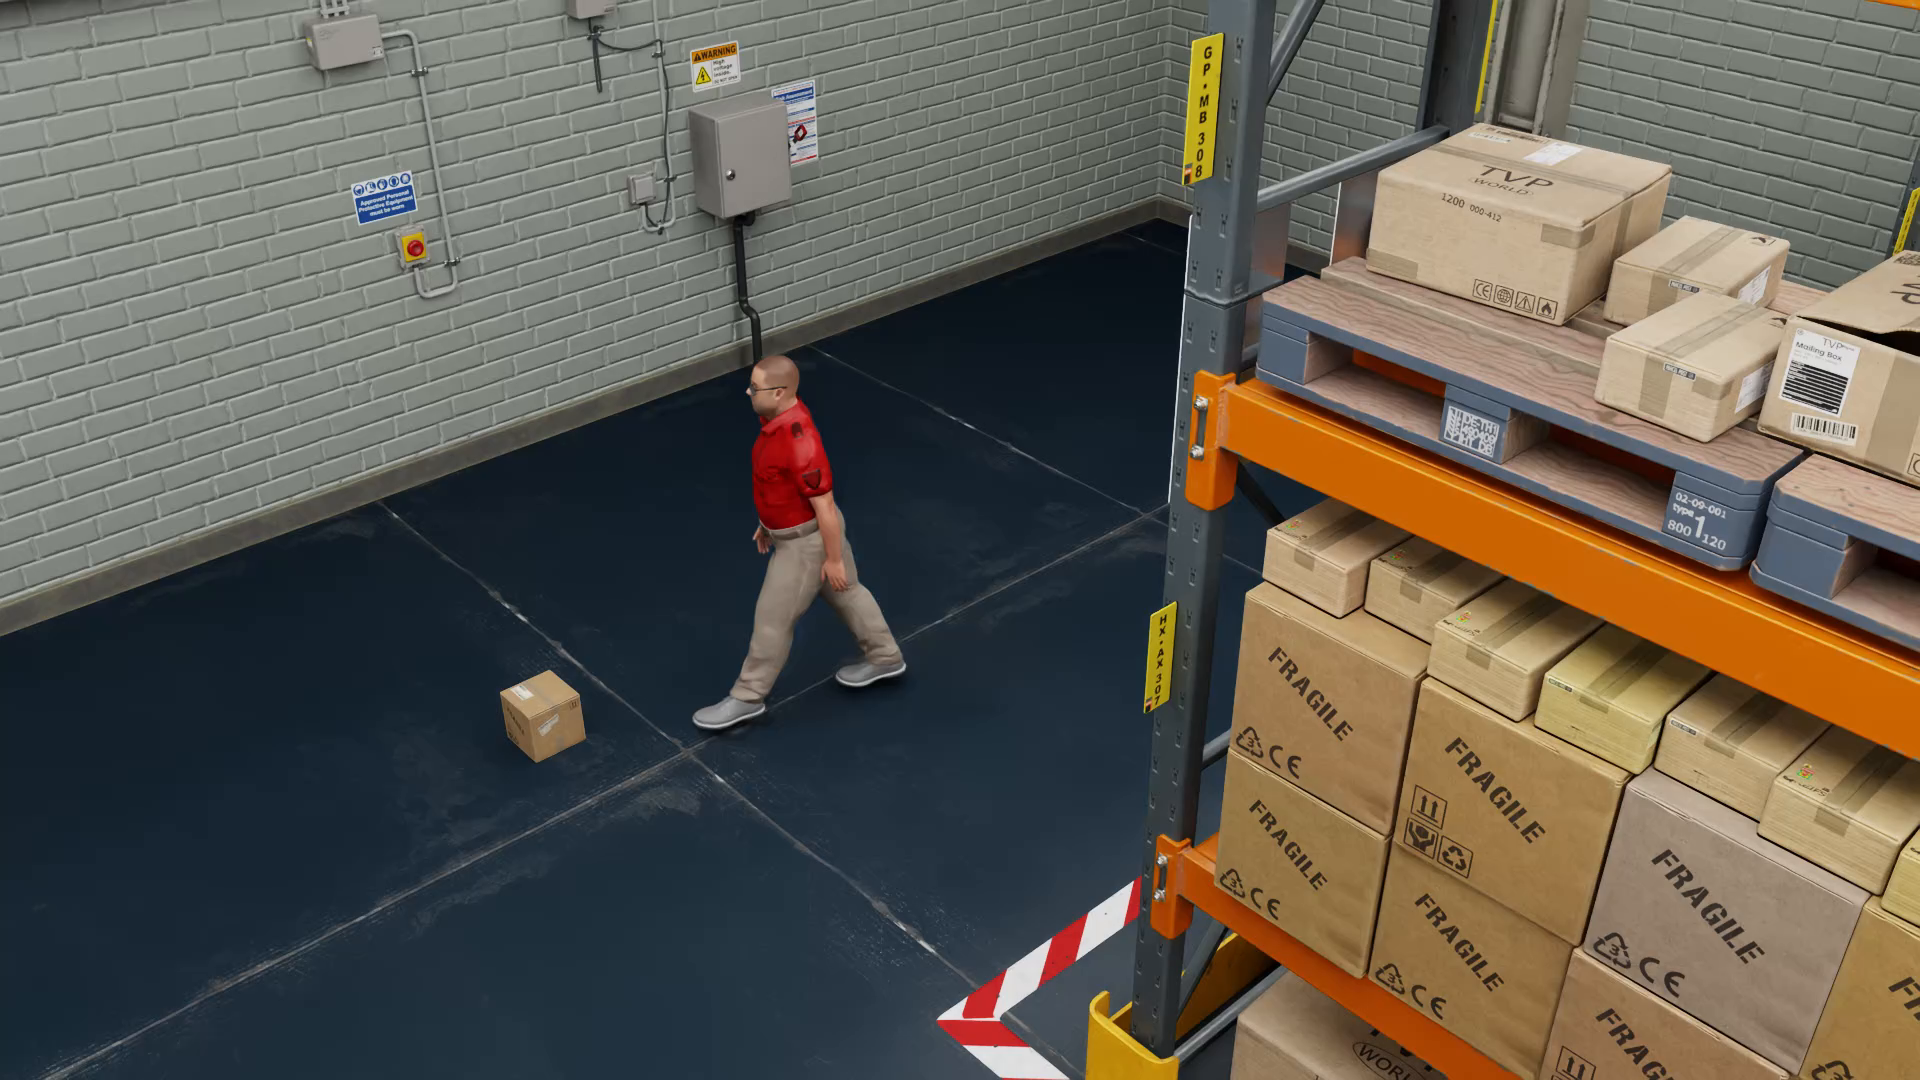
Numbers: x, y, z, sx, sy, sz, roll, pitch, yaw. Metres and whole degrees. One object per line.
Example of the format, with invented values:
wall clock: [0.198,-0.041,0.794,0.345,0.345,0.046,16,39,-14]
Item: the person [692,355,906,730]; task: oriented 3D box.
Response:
person: [-0.726,-0.025,7.165,0.979,1.670,0.544,-4,32,-7]
